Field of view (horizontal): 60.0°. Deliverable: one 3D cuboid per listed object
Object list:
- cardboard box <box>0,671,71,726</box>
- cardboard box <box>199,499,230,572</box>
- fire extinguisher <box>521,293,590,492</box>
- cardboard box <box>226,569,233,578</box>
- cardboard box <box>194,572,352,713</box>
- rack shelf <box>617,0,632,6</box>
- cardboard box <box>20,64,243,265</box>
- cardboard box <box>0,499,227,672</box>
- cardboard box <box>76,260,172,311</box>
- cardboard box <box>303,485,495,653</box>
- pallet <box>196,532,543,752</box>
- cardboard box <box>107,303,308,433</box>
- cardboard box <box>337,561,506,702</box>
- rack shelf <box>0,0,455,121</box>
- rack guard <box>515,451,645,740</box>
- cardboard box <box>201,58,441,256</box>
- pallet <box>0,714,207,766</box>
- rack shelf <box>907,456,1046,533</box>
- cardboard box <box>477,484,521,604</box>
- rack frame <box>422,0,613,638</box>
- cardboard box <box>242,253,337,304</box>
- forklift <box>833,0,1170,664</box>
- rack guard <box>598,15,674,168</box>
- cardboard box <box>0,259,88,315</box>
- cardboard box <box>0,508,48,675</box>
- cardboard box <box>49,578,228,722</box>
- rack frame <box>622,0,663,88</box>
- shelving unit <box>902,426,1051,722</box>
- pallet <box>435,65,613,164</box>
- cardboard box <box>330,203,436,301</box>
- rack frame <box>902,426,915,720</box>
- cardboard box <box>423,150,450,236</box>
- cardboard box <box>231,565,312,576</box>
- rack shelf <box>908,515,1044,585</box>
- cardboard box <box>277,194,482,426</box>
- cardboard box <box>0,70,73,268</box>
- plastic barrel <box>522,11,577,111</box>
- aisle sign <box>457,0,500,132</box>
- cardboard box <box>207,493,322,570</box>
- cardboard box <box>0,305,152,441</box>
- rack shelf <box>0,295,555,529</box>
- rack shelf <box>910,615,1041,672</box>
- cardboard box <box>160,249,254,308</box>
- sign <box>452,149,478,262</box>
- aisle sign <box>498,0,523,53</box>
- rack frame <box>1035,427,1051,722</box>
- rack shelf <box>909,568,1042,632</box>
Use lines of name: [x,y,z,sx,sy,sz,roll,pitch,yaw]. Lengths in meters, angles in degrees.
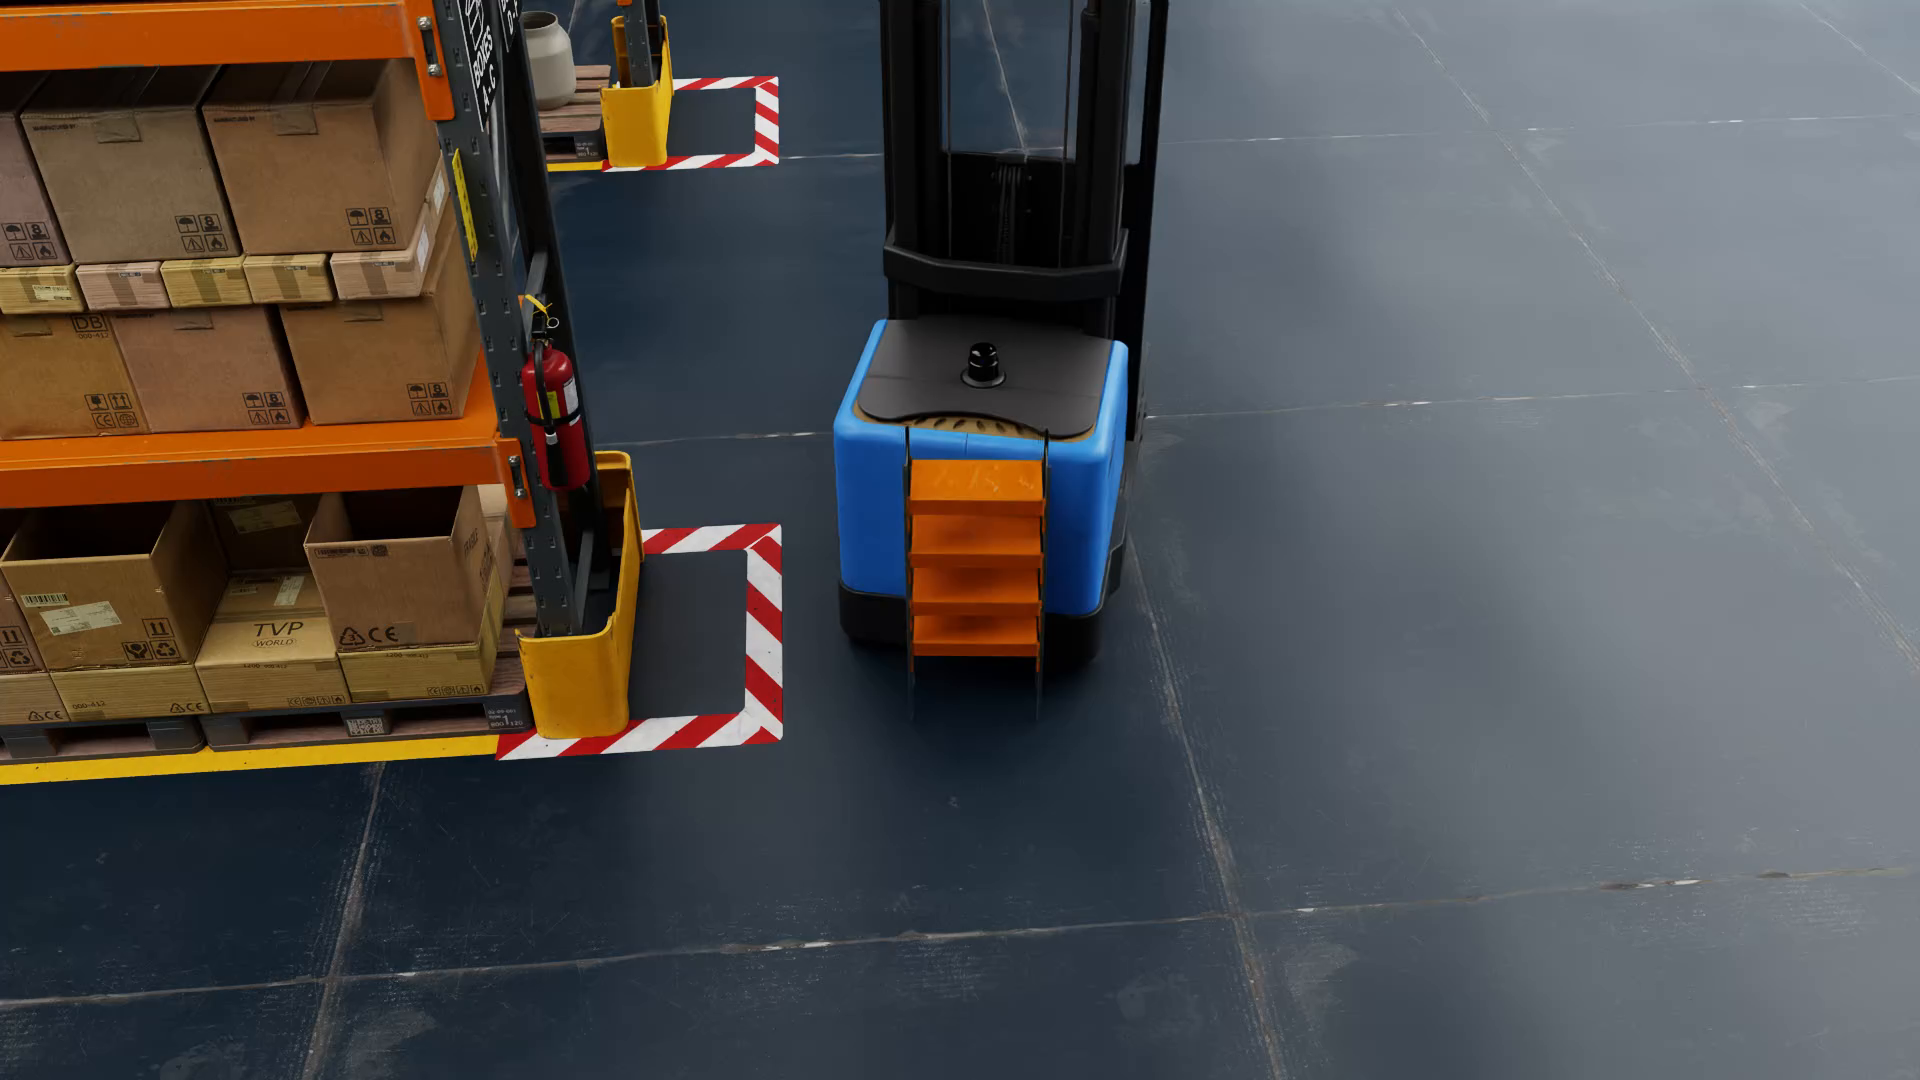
cardboard box: [-3.513,0.429,6.166,0.500,0.250,0.500,-3,38,-4]
cardboard box: [-3.060,-0.211,6.371,0.500,0.500,0.500,-3,38,-4]
fire extinguisher: [-1.353,-0.477,5.495,0.183,0.674,0.296,-3,38,-4]
cardboard box: [-3.061,0.076,6.612,0.500,0.250,0.500,-3,38,-4]
cardboard box: [-2.516,0.374,6.235,0.500,0.250,0.500,-3,38,-4]
rack shelf: [-3.939,-3.452,9.784,4.000,0.370,1.077,-3,38,-4]
cardboard box: [-2.554,-1.283,5.326,0.500,0.500,0.700,-4,38,-5]
cardboard box: [-3.014,0.110,5.965,0.500,0.500,0.500,-3,38,-4]
cardboard box: [-2.641,-0.901,5.366,0.250,0.149,0.380,-3,38,-3]
cardboard box: [-2.019,0.046,6.046,0.500,0.500,0.500,-3,38,-4]
pallet: [-2.270,0.375,6.604,1.213,0.211,1.003,-3,38,-4]
cardboard box: [-2.500,-0.777,5.732,0.500,0.500,0.700,-2,38,-3]
cardboard box: [-2.020,0.339,6.279,0.500,0.250,0.500,-3,38,-4]
rack shelf: [-3.504,-1.573,4.981,4.000,0.370,1.077,-3,38,-4]
rack guard: [-1.488,0.193,6.602,0.348,0.500,1.175,-3,38,-4]
cardboard box: [-2.030,-1.315,5.367,0.500,0.500,0.700,-3,38,-4]
pallet: [-3.482,0.440,6.522,1.213,0.211,1.003,-3,38,-4]
rack shelf: [0.058,-0.160,5.850,0.480,0.148,0.258,0,38,1]
cardboard box: [-2.065,0.019,6.684,0.500,0.250,0.500,-3,38,-4]
rack frame: [-1.512,-0.787,5.826,0.127,3.000,1.000,-3,38,-4]
cardboard box: [-2.136,-0.927,5.399,0.250,0.149,0.380,-2,38,-3]
forklift: [0.282,-1.576,6.882,1.130,2.935,3.031,6,39,8]
rack guard: [-2.018,-2.829,10.432,0.348,0.500,1.175,-3,38,-4]
cardboard box: [-2.903,-0.886,5.347,0.250,0.149,0.380,-2,38,-3]
cardboard box: [-3.512,0.136,5.931,0.500,0.500,0.500,-3,38,-4]
cardboard box: [-3.014,0.402,6.199,0.500,0.250,0.500,-3,38,-4]
rack frame: [-1.947,-3.844,9.700,0.127,3.000,1.000,-3,38,-4]
shelving unit: [0.058,0.148,6.093,0.503,1.200,0.258,0,38,1]
pallet: [-2.828,-2.674,10.469,1.213,0.211,1.003,-3,38,-4]
cardboard box: [-1.875,-0.943,5.419,0.250,0.149,0.380,-4,38,-5]
rack frame: [-0.186,0.146,6.096,0.015,1.200,0.240,0,38,1]
cardboard box: [-1.921,-1.193,5.735,0.250,0.149,0.380,-3,38,-4]
cardboard box: [-2.563,0.049,6.647,0.500,0.250,0.500,-3,38,-4]
rack shelf: [0.058,0.026,5.996,0.480,0.148,0.258,0,38,1]
cardboard box: [-1.978,-0.809,5.773,0.500,0.500,0.700,-3,38,-4]
cardboard box: [-3.056,-1.255,5.291,0.500,0.500,0.700,-3,38,-4]
plastic barrel: [-2.595,-2.949,10.235,0.421,0.512,0.421,0,38,0]
aisle sign: [-1.420,-1.630,4.796,0.004,0.787,0.394,-3,38,-4]
cardboard box: [-2.563,-0.246,6.416,0.500,0.500,0.500,-3,38,-4]
cardboard box: [-2.995,-0.753,5.702,0.500,0.500,0.700,-3,38,-4]
rack shelf: [-3.504,-0.395,5.910,4.000,0.370,1.077,-3,38,-4]
rack shelf: [0.058,0.357,6.258,0.480,0.148,0.258,0,38,1]
cardboard box: [-2.391,-0.913,5.382,0.250,0.149,0.380,-4,38,-5]
sign: [-1.477,-0.999,4.969,0.005,0.325,0.100,-3,38,-4]
aisle sign: [-1.473,-2.000,5.265,0.004,0.787,0.394,-3,38,-4]
rack frame: [0.302,0.150,6.091,0.015,1.200,0.240,0,38,1]
rack shelf: [0.058,0.201,6.135,0.480,0.148,0.258,0,38,1]
